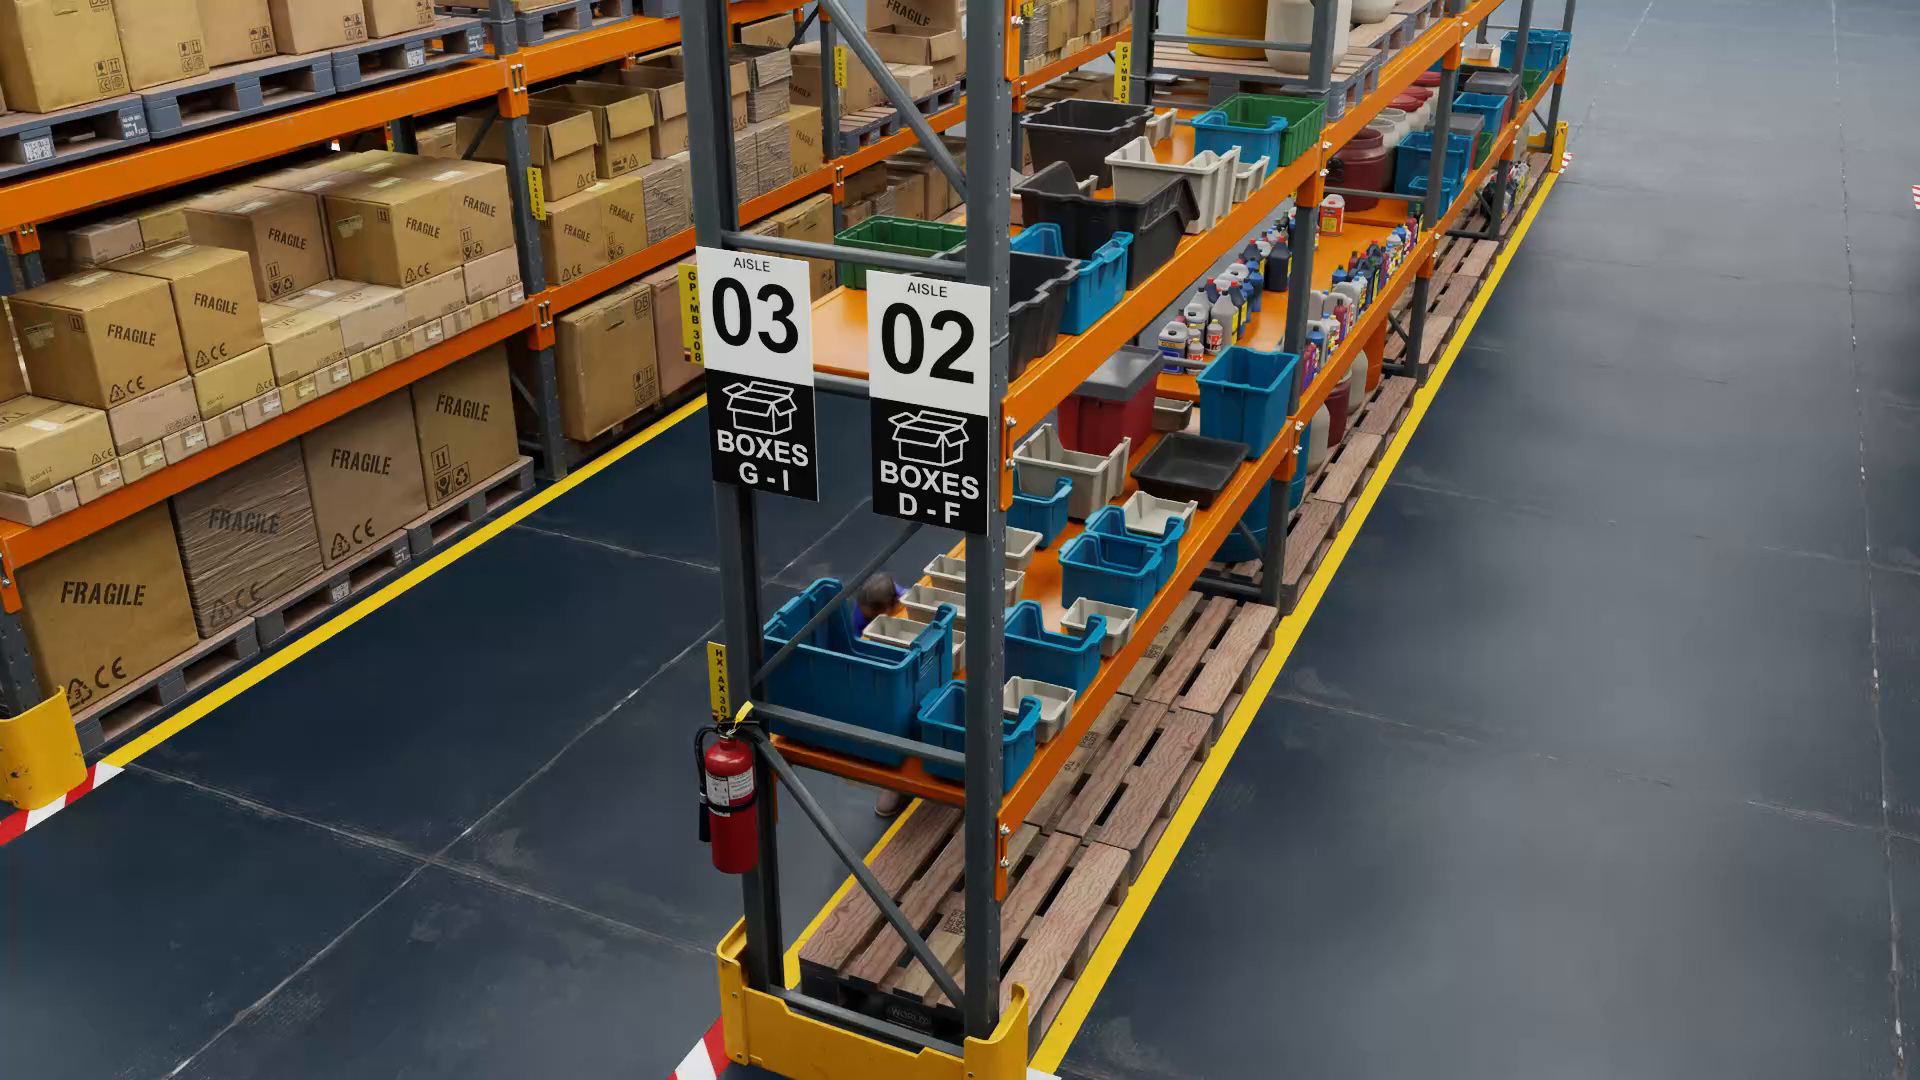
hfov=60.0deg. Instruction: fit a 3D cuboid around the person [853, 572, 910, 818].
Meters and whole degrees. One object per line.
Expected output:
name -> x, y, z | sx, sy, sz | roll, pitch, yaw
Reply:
person -> -0.259, 0.693, 7.468 | 0.408, 1.444, 0.710 | 11, 28, 21
